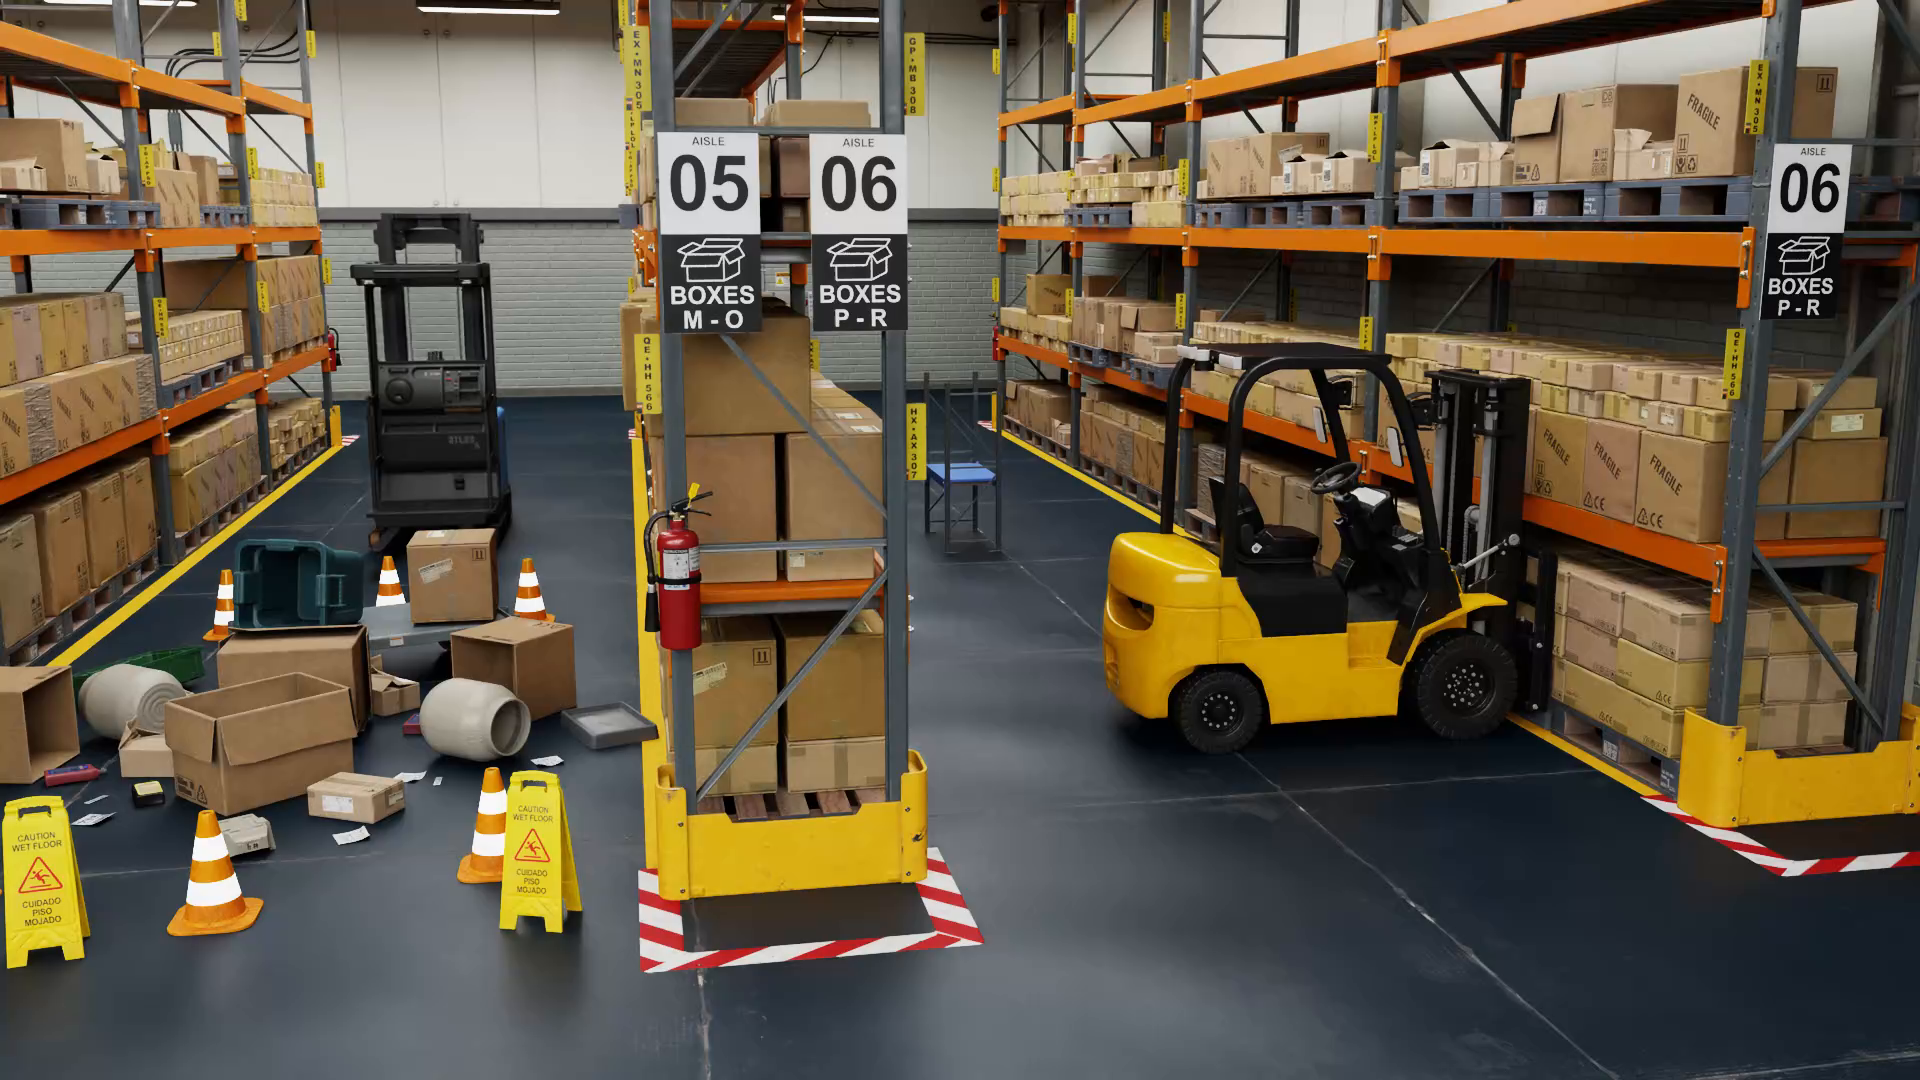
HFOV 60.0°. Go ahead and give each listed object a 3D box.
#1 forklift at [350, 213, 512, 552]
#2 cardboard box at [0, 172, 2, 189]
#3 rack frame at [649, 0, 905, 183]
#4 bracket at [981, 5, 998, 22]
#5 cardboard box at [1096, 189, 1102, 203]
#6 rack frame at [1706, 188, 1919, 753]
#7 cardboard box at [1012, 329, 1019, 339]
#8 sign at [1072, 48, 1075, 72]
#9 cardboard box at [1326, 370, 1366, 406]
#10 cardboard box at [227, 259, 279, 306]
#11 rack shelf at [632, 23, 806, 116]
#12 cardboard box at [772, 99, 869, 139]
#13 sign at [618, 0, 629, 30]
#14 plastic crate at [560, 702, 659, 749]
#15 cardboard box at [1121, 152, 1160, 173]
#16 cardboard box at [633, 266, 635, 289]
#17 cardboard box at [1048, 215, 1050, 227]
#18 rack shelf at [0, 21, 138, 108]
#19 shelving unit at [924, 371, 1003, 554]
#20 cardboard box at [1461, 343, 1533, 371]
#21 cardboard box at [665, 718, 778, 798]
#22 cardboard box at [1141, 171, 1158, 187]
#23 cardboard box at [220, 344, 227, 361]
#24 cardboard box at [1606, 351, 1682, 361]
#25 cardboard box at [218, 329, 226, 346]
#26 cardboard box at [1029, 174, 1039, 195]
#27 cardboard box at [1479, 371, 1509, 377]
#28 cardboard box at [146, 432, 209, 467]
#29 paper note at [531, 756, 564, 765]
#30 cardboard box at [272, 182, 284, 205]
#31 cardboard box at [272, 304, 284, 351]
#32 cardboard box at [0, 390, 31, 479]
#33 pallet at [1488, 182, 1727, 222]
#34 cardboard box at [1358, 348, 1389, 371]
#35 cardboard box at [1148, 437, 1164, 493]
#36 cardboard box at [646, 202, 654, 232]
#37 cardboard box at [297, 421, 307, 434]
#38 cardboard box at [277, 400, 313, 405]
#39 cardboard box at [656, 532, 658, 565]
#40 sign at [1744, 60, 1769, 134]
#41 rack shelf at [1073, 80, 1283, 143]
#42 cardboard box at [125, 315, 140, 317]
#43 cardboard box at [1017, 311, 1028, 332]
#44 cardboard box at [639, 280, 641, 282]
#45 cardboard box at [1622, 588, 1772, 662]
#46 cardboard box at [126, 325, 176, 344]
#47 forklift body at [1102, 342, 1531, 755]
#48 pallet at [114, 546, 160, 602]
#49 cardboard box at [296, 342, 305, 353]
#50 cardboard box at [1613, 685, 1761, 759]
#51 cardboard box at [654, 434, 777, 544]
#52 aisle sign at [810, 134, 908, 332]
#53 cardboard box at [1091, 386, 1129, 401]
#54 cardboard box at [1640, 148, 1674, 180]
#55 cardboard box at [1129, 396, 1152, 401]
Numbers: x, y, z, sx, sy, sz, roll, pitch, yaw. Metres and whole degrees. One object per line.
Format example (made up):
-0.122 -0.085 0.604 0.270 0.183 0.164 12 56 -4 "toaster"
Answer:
-4.728 -1.423 14.832 1.130 2.935 3.031 -2 11 -10 "forklift"
-6.297 -2.310 10.569 0.250 0.149 0.380 -2 11 -11 "cardboard box"
-0.725 -2.917 6.456 1.000 3.000 0.127 -2 11 -11 "rack frame"
0.501 -8.826 27.875 0.235 0.232 0.430 -2 11 -11 "bracket"
1.678 -3.701 17.878 0.380 0.149 0.250 -2 11 -12 "cardboard box"
4.143 -0.151 7.969 1.000 3.000 0.127 -2 11 -11 "rack frame"
0.921 -2.847 22.804 0.380 0.149 0.250 -2 11 -10 "cardboard box"
1.579 -6.586 22.810 0.100 0.325 0.005 -2 11 -11 "sign"
3.019 -1.138 12.215 0.500 0.250 0.500 -2 11 -12 "cardboard box"
-7.860 -2.845 18.384 0.500 0.500 0.500 -2 11 -13 "cardboard box"
-1.892 -3.468 12.342 1.077 0.370 4.000 -2 11 -11 "rack shelf"
-0.594 -1.784 7.066 0.380 0.149 0.250 -2 11 -11 "cardboard box"
-3.608 -5.639 17.834 0.100 0.325 0.005 -2 11 -11 "sign"
-2.002 1.048 9.474 0.402 0.080 0.583 -6 13 -31 "plastic crate"
2.020 -4.206 18.630 0.396 0.266 0.258 -2 11 -11 "cardboard box"
-3.916 -3.252 21.318 0.500 0.500 0.500 -2 11 -13 "cardboard box"
1.295 -3.947 20.563 0.380 0.149 0.250 -2 11 -9 "cardboard box"
-6.728 -3.269 11.299 1.077 0.370 4.000 -2 11 -11 "rack shelf"
0.017 -0.721 14.974 0.538 1.500 1.048 -2 11 -11 "shelving unit"
3.360 -1.141 10.370 0.380 0.149 0.250 -2 11 -12 "cardboard box"
-1.151 1.032 7.985 0.500 0.250 0.500 -2 11 -11 "cardboard box"
2.029 -3.604 16.628 0.380 0.149 0.250 -2 11 -12 "cardboard box"
-7.478 -1.850 16.444 0.380 0.149 0.250 -3 11 -14 "cardboard box"
4.014 -1.019 9.731 0.380 0.149 0.250 -2 11 -11 "cardboard box"
-7.469 -1.992 16.392 0.380 0.149 0.250 -2 11 -13 "cardboard box"
1.172 -4.508 21.105 0.500 0.250 0.500 -2 11 -9 "cardboard box"
3.390 -0.949 10.157 0.380 0.149 0.250 -2 11 -13 "cardboard box"
-7.112 -0.814 15.006 0.500 0.250 0.500 -2 11 -12 "cardboard box"
-2.210 1.179 8.918 0.142 0.019 0.148 -6 13 -31 "paper note"
-7.930 -3.899 18.702 0.500 0.250 0.500 -2 11 -10 "cardboard box"
-7.847 -2.358 18.500 0.500 0.500 0.500 -2 11 -11 "cardboard box"
-6.177 -0.660 10.377 0.500 0.500 0.500 -2 11 -10 "cardboard box"
3.790 -1.936 9.561 1.003 0.211 1.213 -2 11 -11 "pallet"
3.081 -1.307 12.040 0.380 0.149 0.250 -2 11 -9 "cardboard box"
2.207 -0.759 16.723 0.500 0.500 0.500 -2 11 -12 "cardboard box"
-1.412 -1.655 8.521 0.380 0.149 0.250 -2 11 -12 "cardboard box"
-8.043 -1.334 19.889 0.380 0.149 0.250 -2 11 -8 "cardboard box"
-8.329 -1.668 20.848 0.380 0.149 0.250 -2 11 -10 "cardboard box"
-1.531 0.040 9.452 0.380 0.149 0.250 -1 11 -8 "cardboard box"
3.608 -2.004 7.522 0.100 0.325 0.005 -2 11 -11 "sign"
2.198 -4.382 17.148 1.077 0.370 4.000 -2 11 -11 "rack shelf"
-8.116 -2.115 16.242 0.380 0.149 0.250 -2 11 -12 "cardboard box"
1.055 -2.880 21.910 0.500 0.250 0.500 -2 11 -12 "cardboard box"
-2.836 -2.248 16.044 0.500 0.500 0.500 -2 11 -11 "cardboard box"
3.747 0.429 8.477 0.500 0.250 0.500 -2 11 -9 "cardboard box"
-7.115 -1.800 14.589 0.380 0.149 0.250 -2 11 -11 "cardboard box"
1.985 -0.016 9.527 2.313 2.155 1.214 -2 11 -11 "forklift body"
-7.038 0.278 13.169 1.003 0.211 1.213 -2 11 -11 "pallet"
-8.162 -2.345 20.168 0.380 0.149 0.250 -3 11 -14 "cardboard box"
3.742 0.919 8.579 0.500 0.250 0.500 -2 11 -11 "cardboard box"
-1.101 -0.255 7.450 0.500 0.500 0.500 -2 11 -12 "cardboard box"
-0.409 -1.247 6.773 0.394 0.787 0.004 -2 11 -11 "aisle sign"
1.715 -1.674 19.000 0.380 0.149 0.250 -3 11 -14 "cardboard box"
3.684 -1.898 8.403 0.380 0.149 0.250 -2 11 -13 "cardboard box"
2.163 -1.592 19.366 0.380 0.149 0.250 -3 11 -13 "cardboard box"
